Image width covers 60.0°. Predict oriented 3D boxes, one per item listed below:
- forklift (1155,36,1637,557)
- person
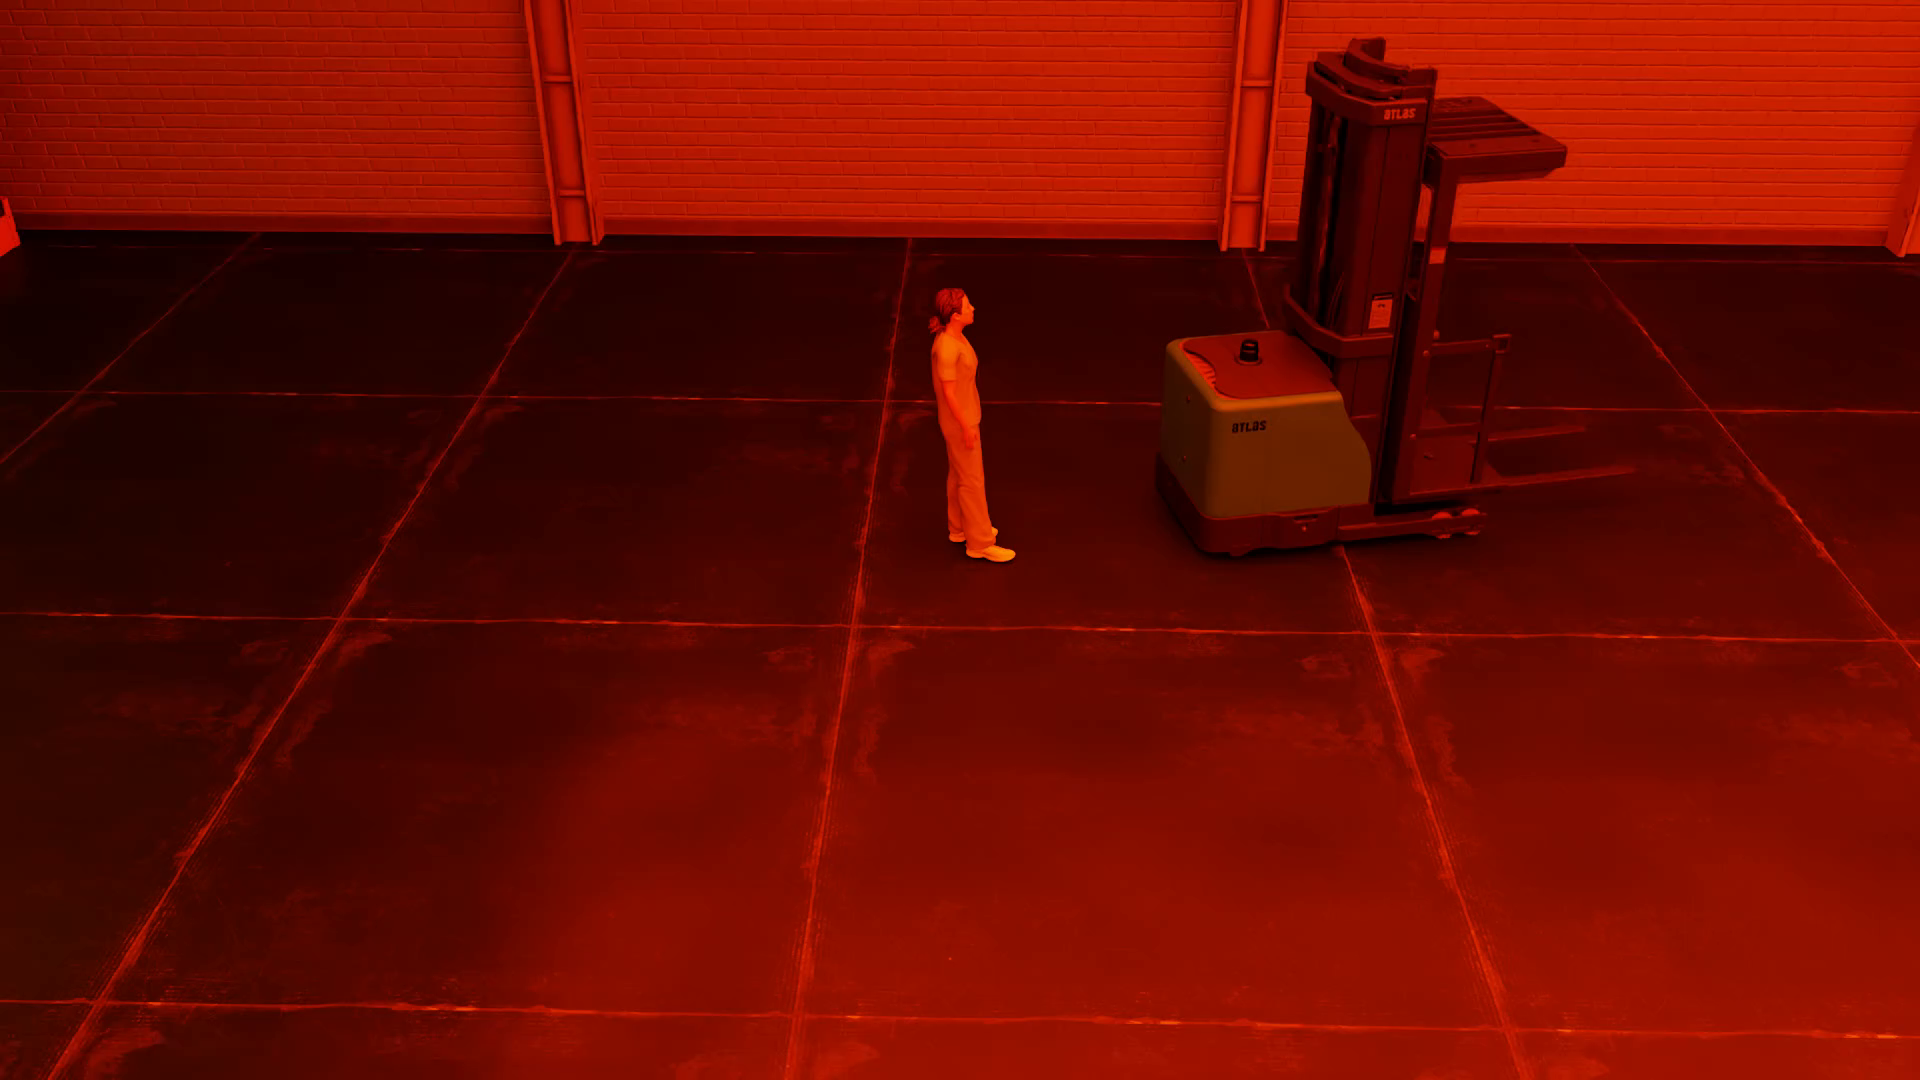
[{"bbox_3d":[2.860,-1.528,10.206,3.031,2.935,1.130,-6,31,-10],"label":"forklift"},{"bbox_3d":[0.073,-0.720,10.057,0.549,1.675,0.549,1,31,1],"label":"person"}]
